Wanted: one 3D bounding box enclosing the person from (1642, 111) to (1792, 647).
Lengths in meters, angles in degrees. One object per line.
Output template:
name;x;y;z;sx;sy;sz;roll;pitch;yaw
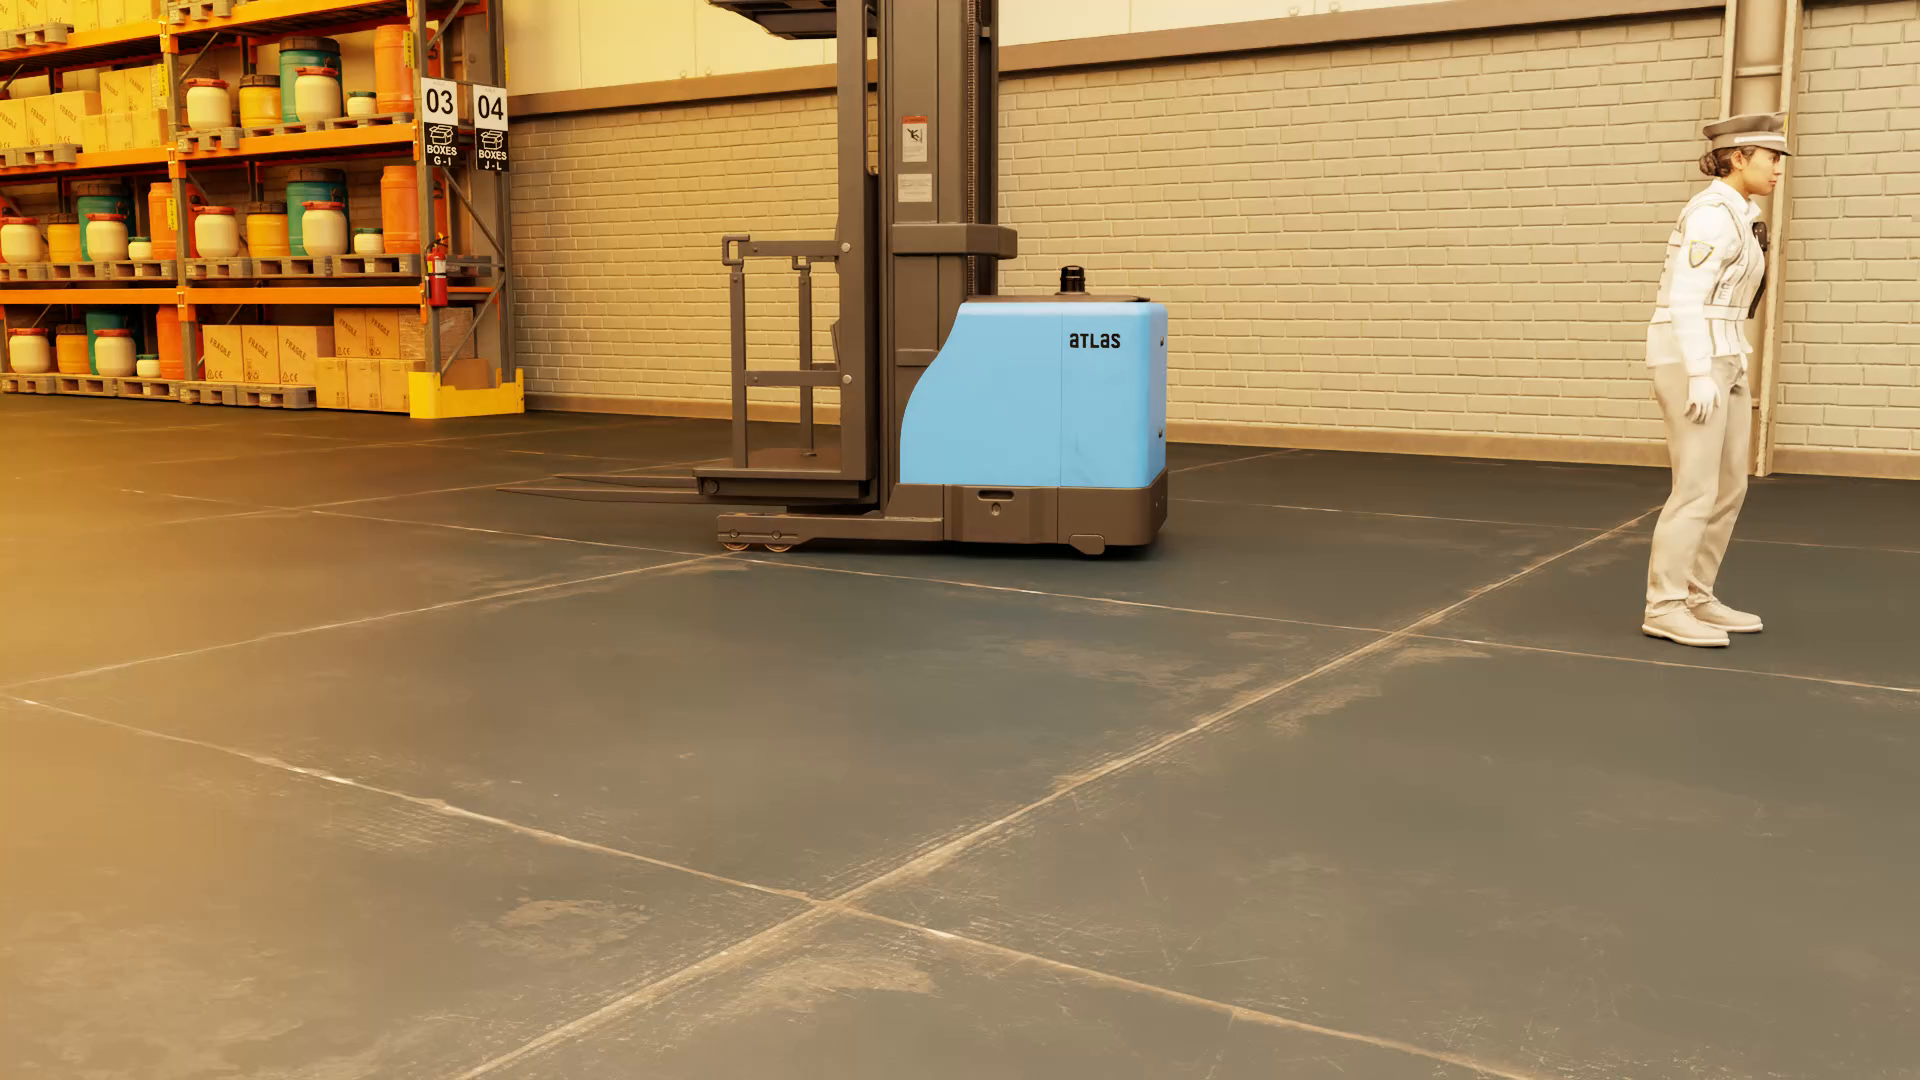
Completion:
person;2.427;-0.522;5.371;0.375;1.664;0.546;7;10;39

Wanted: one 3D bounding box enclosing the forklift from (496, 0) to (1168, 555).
forklift;-0.596;-1.469;7.520;3.031;2.935;1.130;2;8;12
